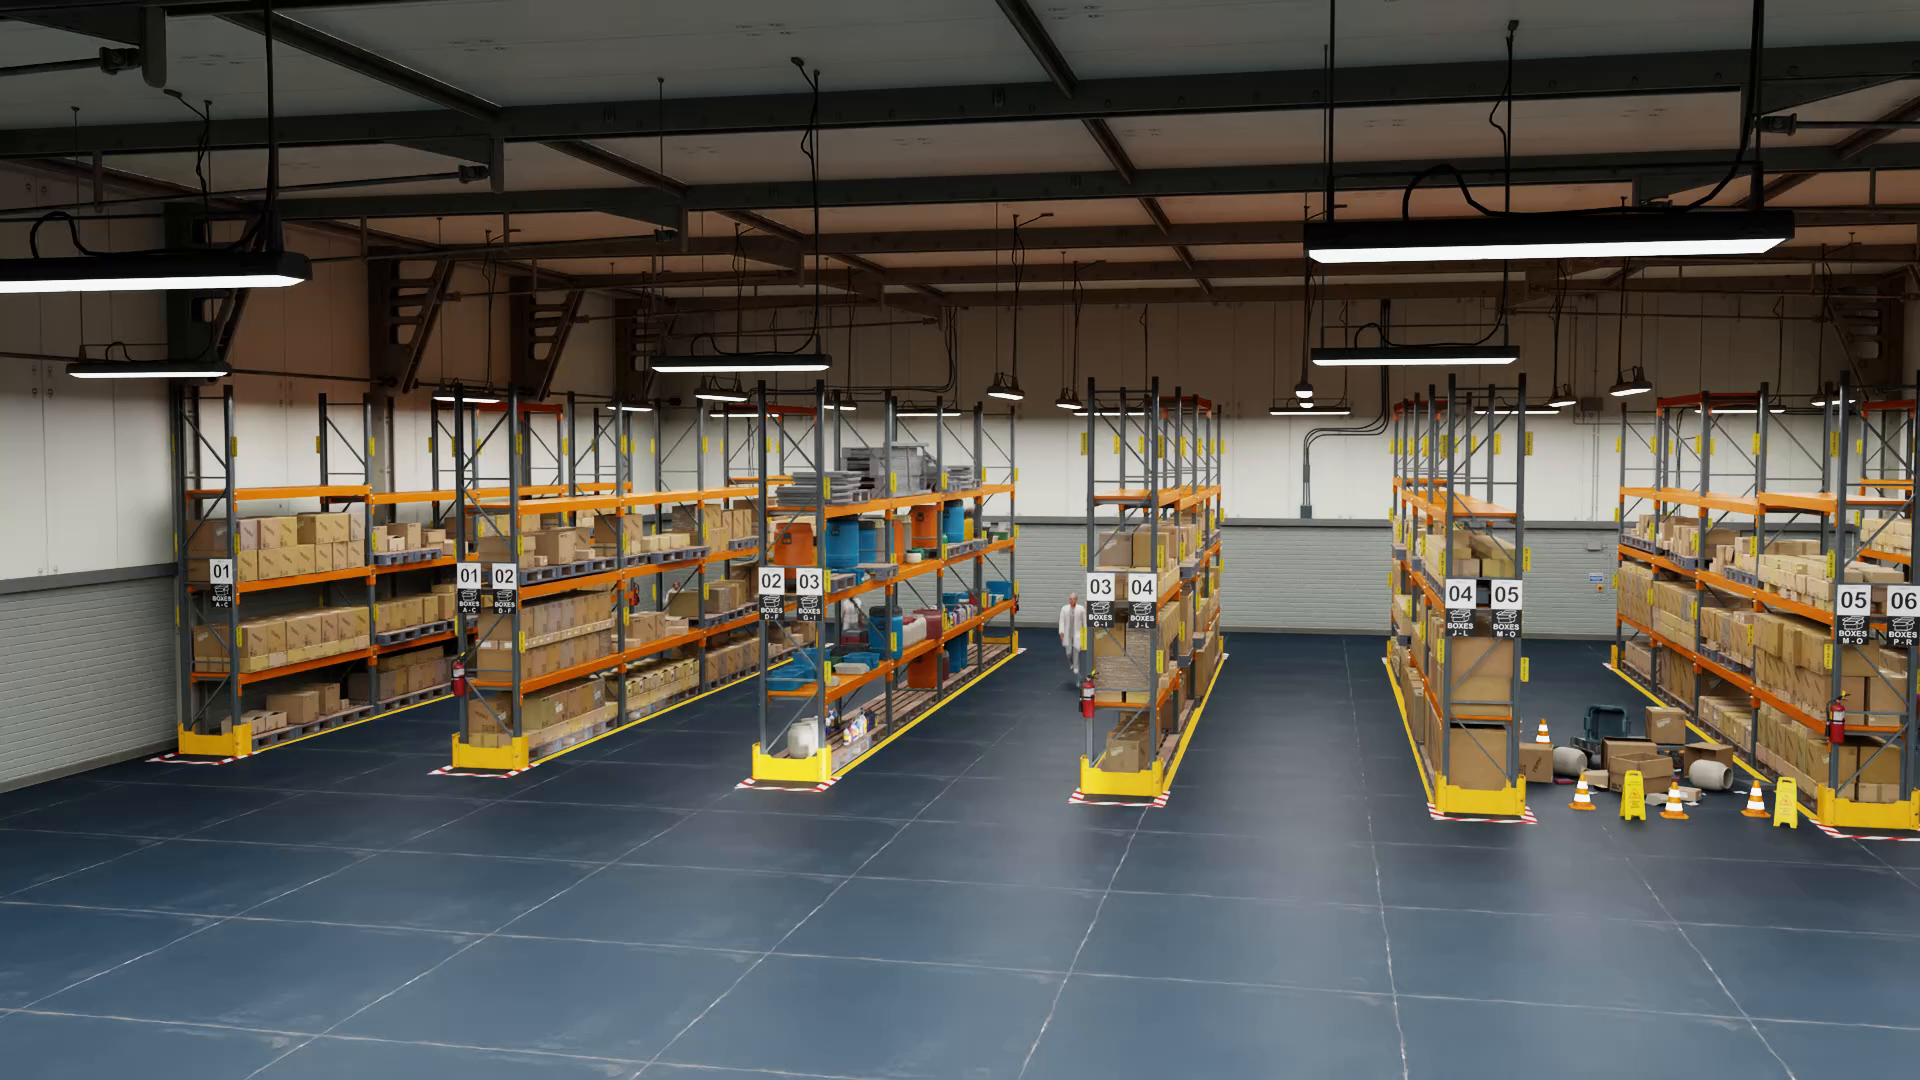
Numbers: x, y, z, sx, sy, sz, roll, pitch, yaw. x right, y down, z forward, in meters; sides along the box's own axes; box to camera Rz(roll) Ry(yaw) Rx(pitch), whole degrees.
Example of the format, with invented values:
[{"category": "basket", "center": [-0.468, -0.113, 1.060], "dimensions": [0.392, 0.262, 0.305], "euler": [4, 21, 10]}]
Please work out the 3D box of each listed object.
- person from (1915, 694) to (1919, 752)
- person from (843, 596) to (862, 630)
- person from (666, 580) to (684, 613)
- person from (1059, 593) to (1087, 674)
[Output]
[{"category": "person", "center": [14.858, 2.761, 25.387], "dimensions": [0.660, 1.654, 0.767], "euler": [1, 3, 13]}, {"category": "person", "center": [-2.453, 1.888, 38.144], "dimensions": [0.457, 1.659, 0.841], "euler": [1, 3, 10]}, {"category": "person", "center": [-7.286, 1.816, 42.911], "dimensions": [0.598, 1.574, 0.793], "euler": [-1, 3, -14]}, {"category": "person", "center": [2.375, 1.944, 34.989], "dimensions": [0.621, 1.642, 1.010], "euler": [1, 3, 20]}]
